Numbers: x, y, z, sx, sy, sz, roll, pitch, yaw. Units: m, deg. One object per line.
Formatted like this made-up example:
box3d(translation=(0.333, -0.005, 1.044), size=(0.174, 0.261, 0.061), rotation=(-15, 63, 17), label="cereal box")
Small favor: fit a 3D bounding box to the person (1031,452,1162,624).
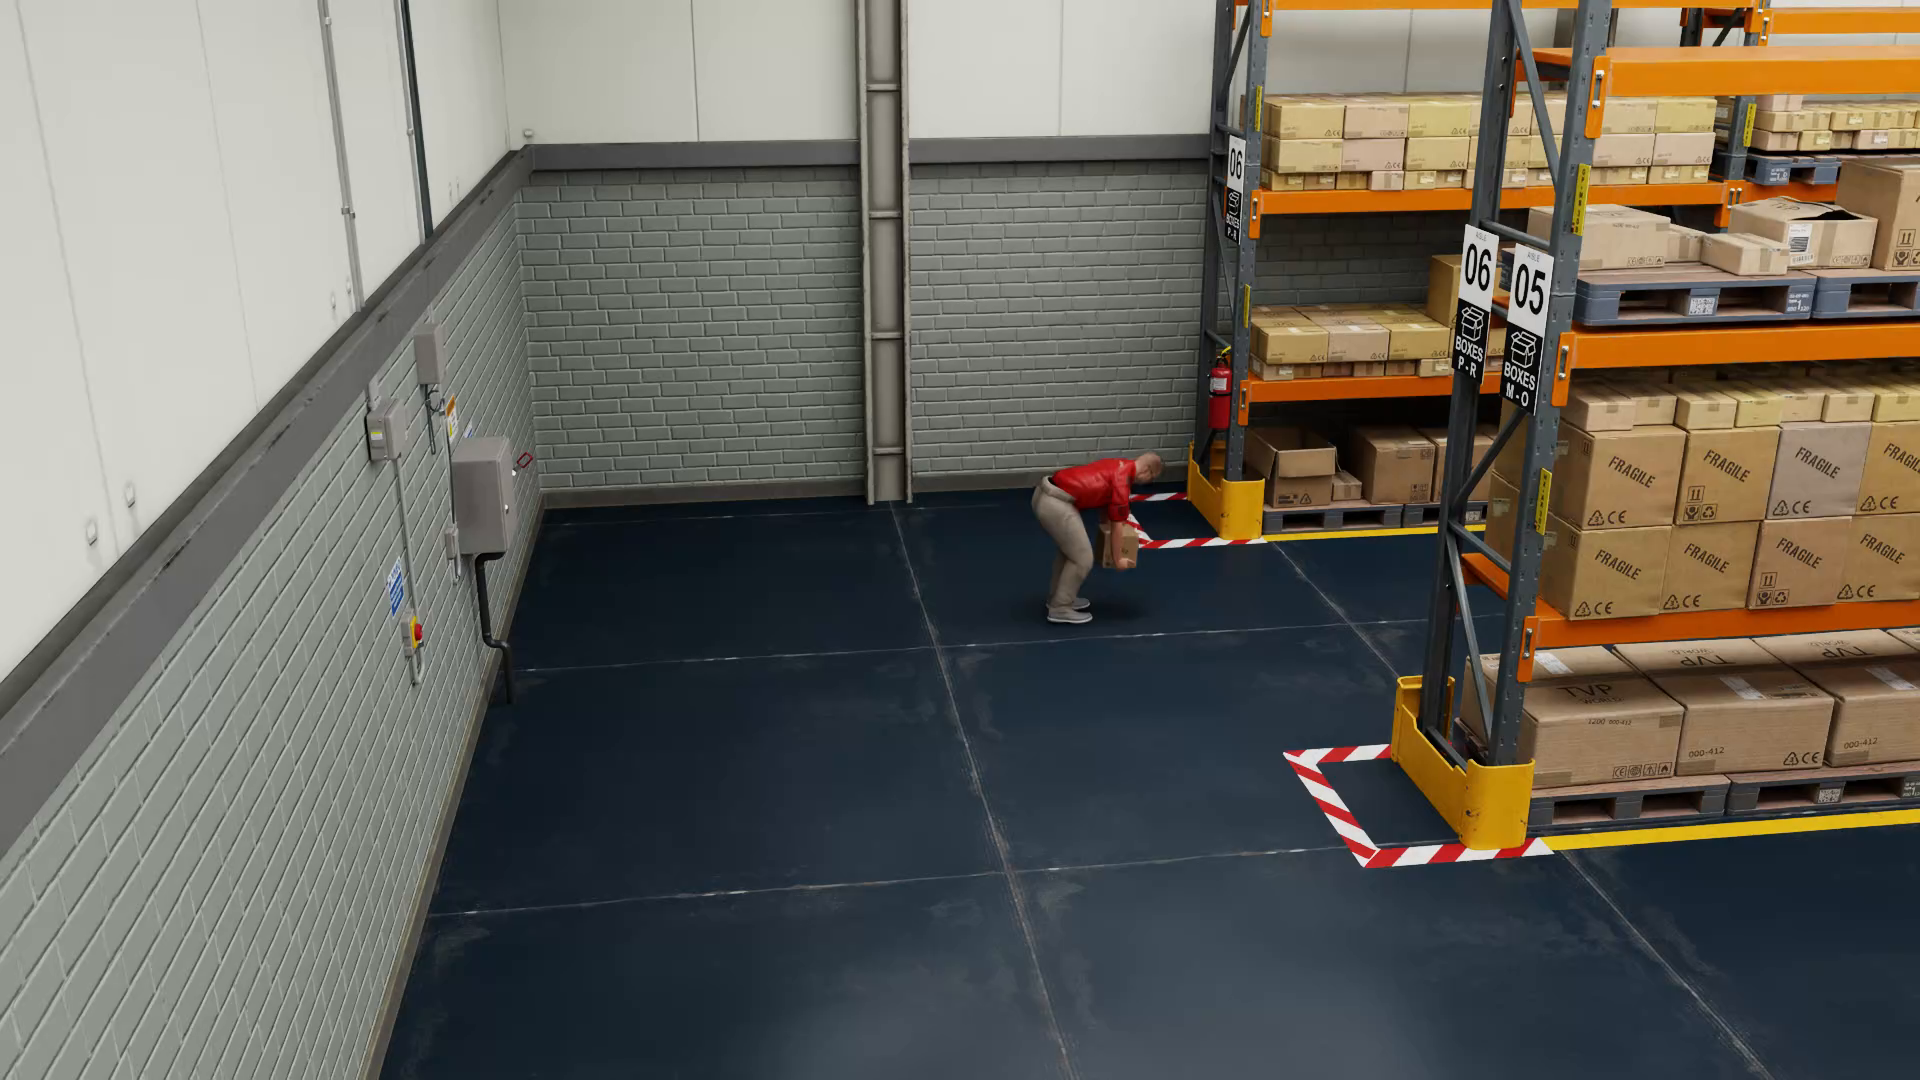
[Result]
box3d(translation=(0.983, -0.011, 11.979), size=(0.940, 1.156, 0.485), rotation=(-3, 20, -9), label="person")
